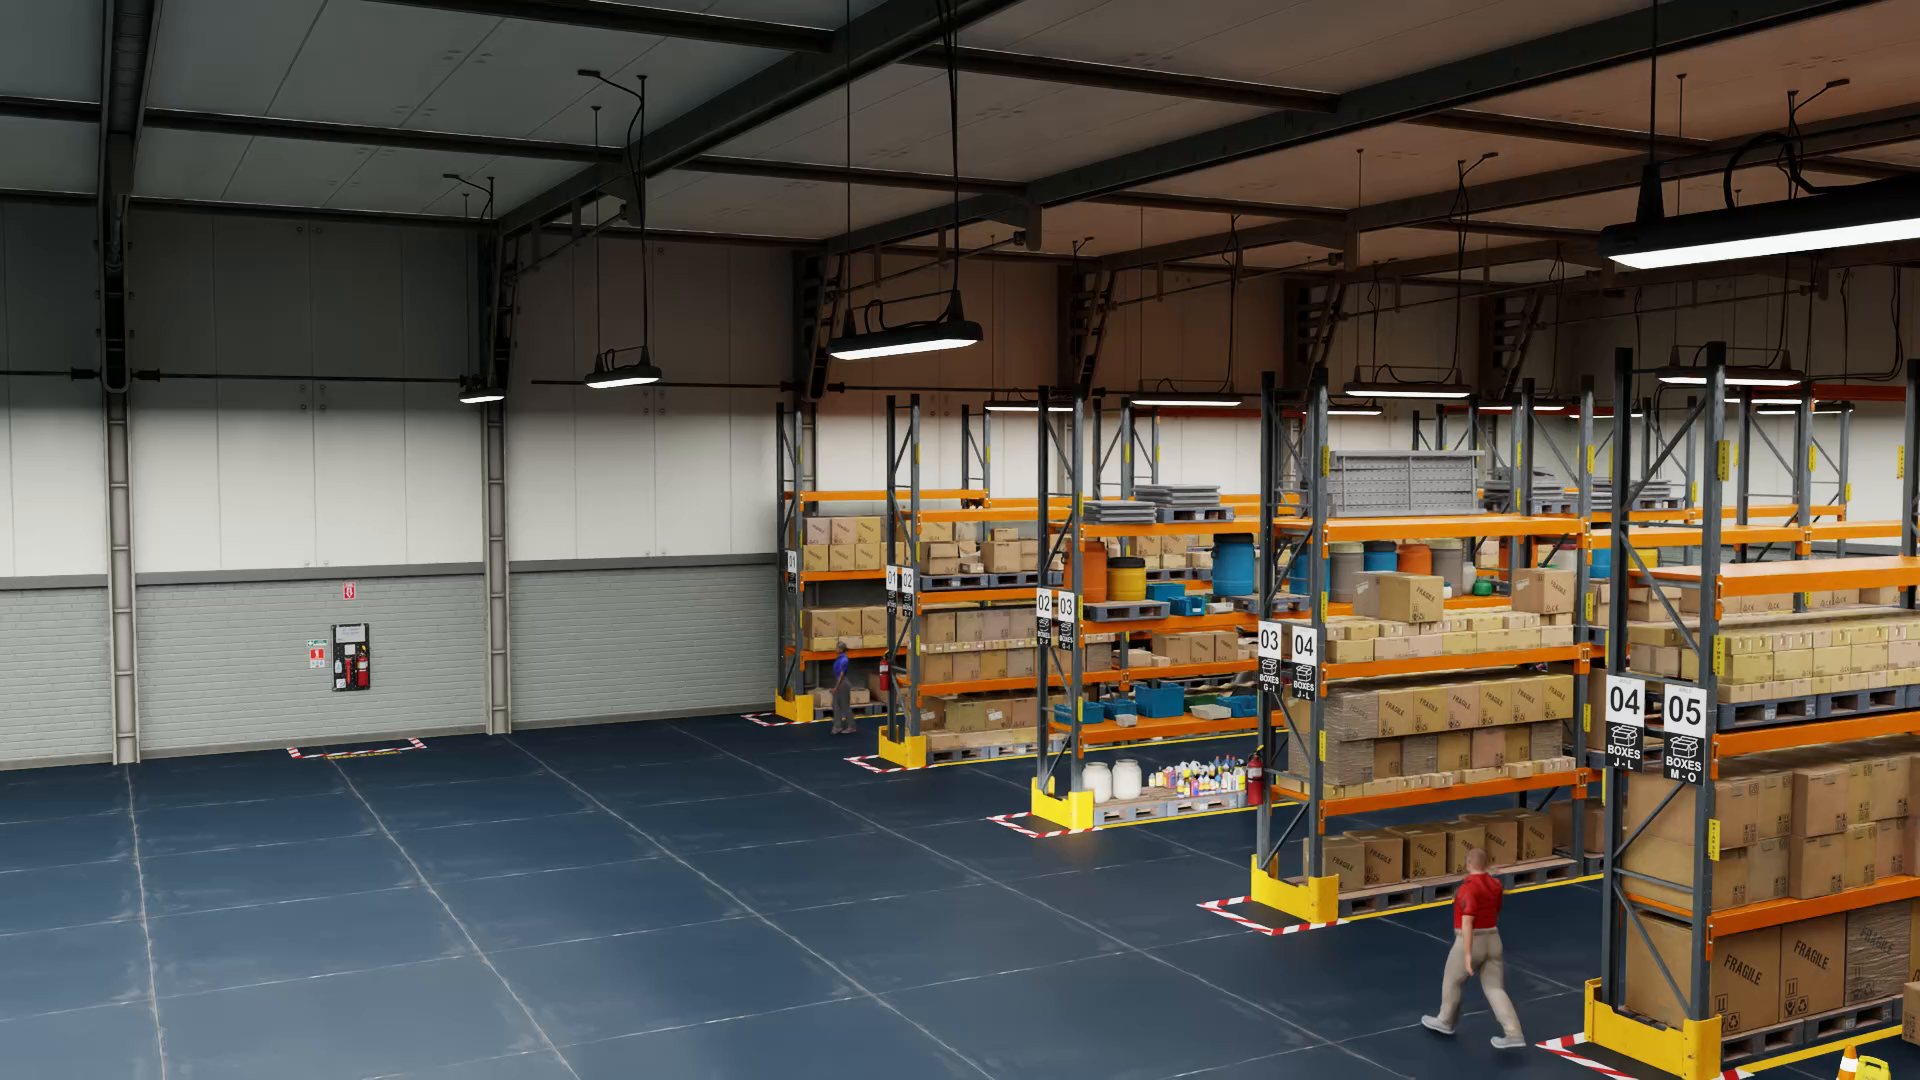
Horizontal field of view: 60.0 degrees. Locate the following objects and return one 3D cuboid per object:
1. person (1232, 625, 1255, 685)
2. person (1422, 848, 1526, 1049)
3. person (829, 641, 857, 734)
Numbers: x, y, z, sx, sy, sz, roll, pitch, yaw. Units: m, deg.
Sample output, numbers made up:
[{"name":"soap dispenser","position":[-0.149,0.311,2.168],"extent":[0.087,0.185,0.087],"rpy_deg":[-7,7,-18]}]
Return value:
[{"name":"person","position":[5.590,2.488,32.450],"extent":[0.729,1.692,0.704],"rpy_deg":[-1,3,-18]},{"name":"person","position":[4.463,3.498,14.357],"extent":[0.582,1.674,1.027],"rpy_deg":[-1,4,-24]},{"name":"person","position":[-2.118,2.672,29.835],"extent":[0.515,1.721,0.502],"rpy_deg":[0,3,-8]}]
